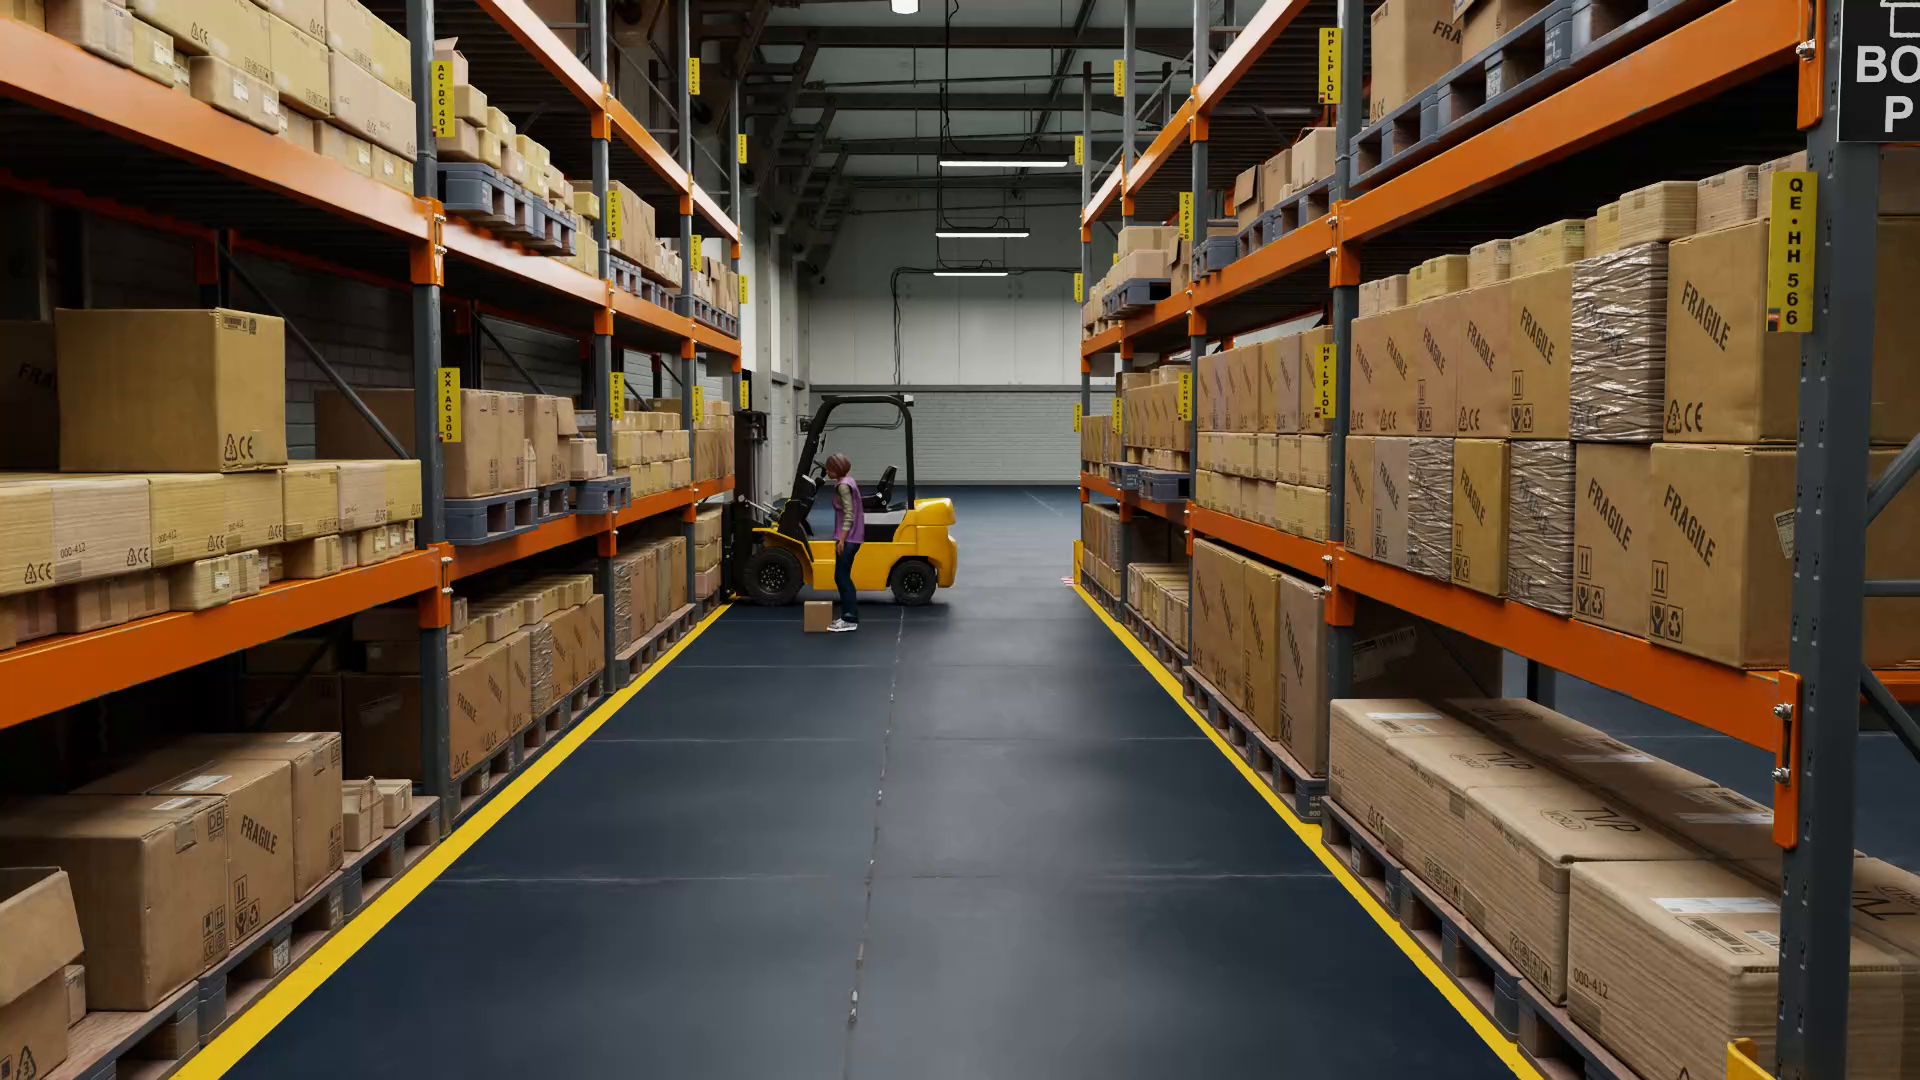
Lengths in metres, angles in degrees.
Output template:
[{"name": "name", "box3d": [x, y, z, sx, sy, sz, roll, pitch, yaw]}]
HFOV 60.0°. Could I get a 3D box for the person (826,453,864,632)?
[{"name": "person", "box3d": [-1.033, 0.018, 14.964, 0.342, 1.594, 0.482, 0, 4, -4]}]
